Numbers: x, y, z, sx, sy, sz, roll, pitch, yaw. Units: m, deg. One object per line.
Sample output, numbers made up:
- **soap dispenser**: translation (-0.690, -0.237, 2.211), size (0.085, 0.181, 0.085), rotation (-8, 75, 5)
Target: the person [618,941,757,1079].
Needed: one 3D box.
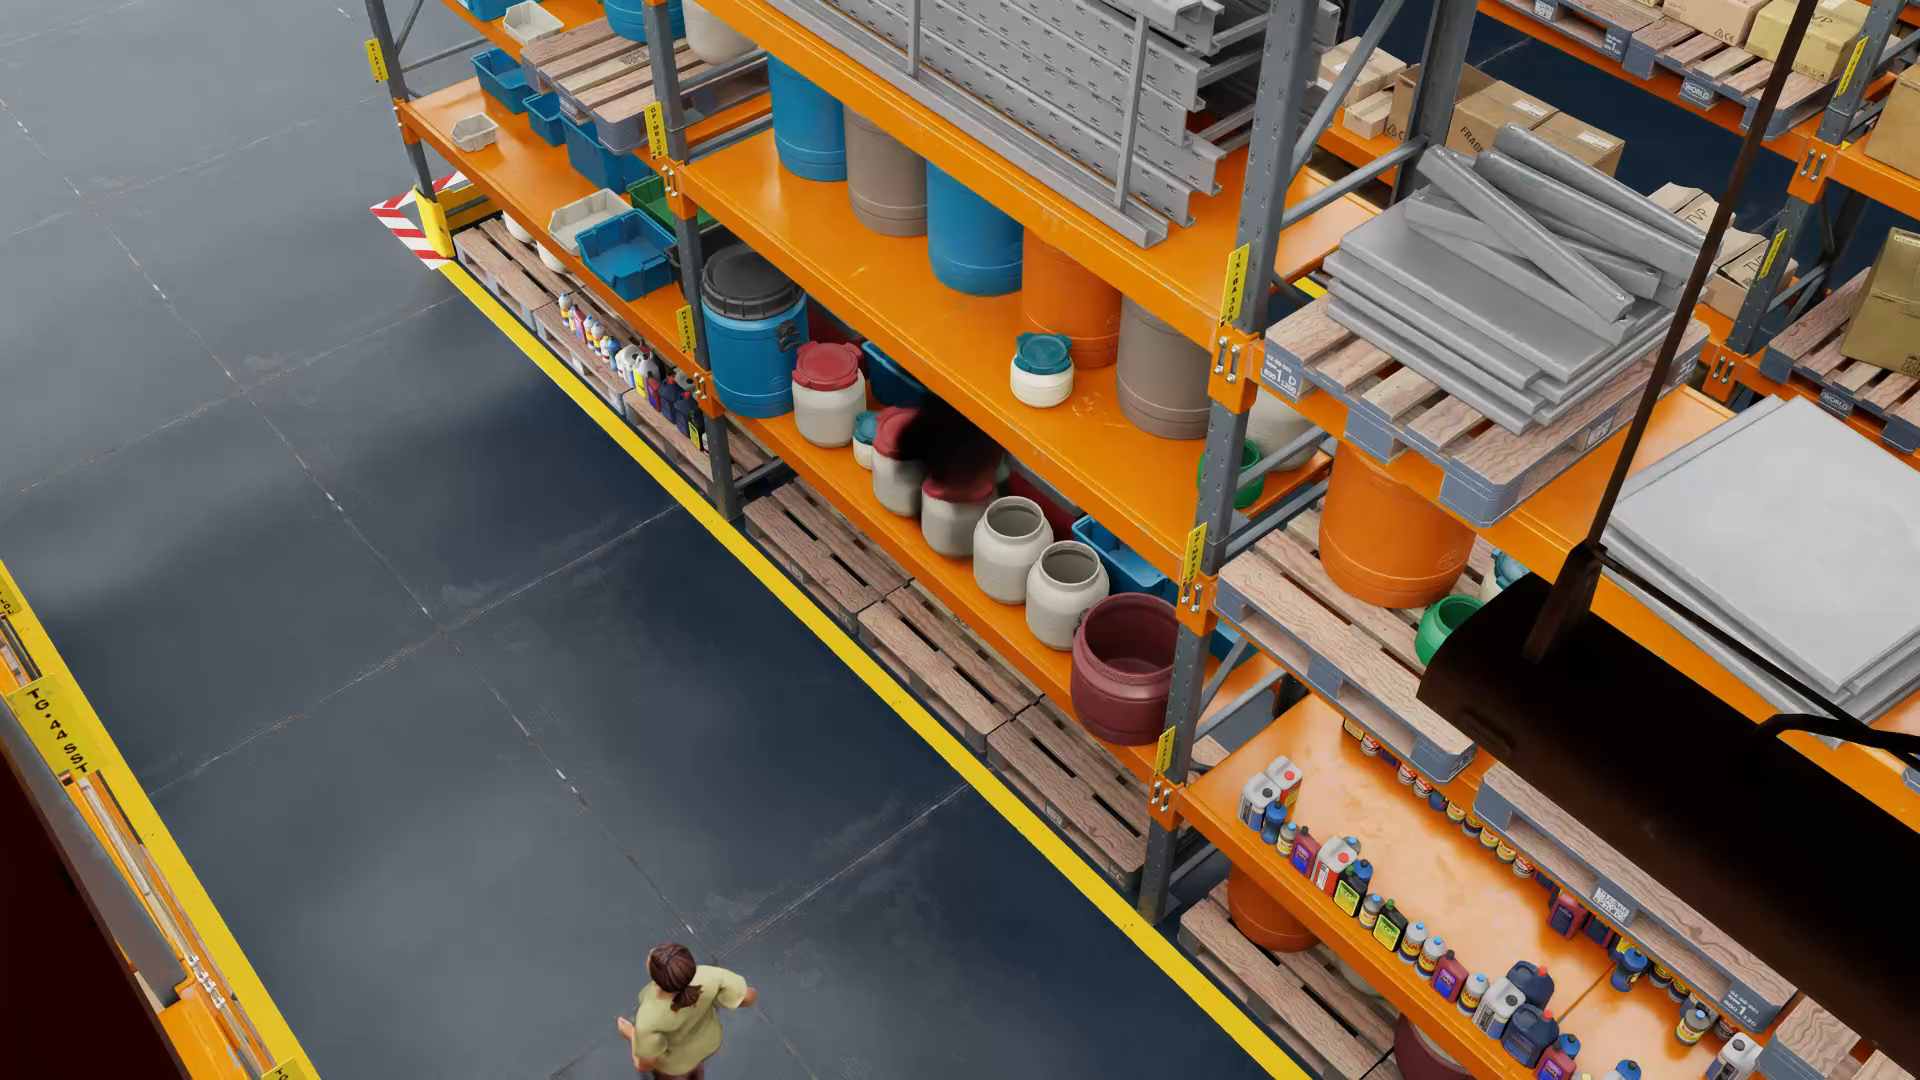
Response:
- **person**: translation (-1.195, 2.231, 7.346), size (0.579, 1.661, 0.685), rotation (-34, 55, -28)
